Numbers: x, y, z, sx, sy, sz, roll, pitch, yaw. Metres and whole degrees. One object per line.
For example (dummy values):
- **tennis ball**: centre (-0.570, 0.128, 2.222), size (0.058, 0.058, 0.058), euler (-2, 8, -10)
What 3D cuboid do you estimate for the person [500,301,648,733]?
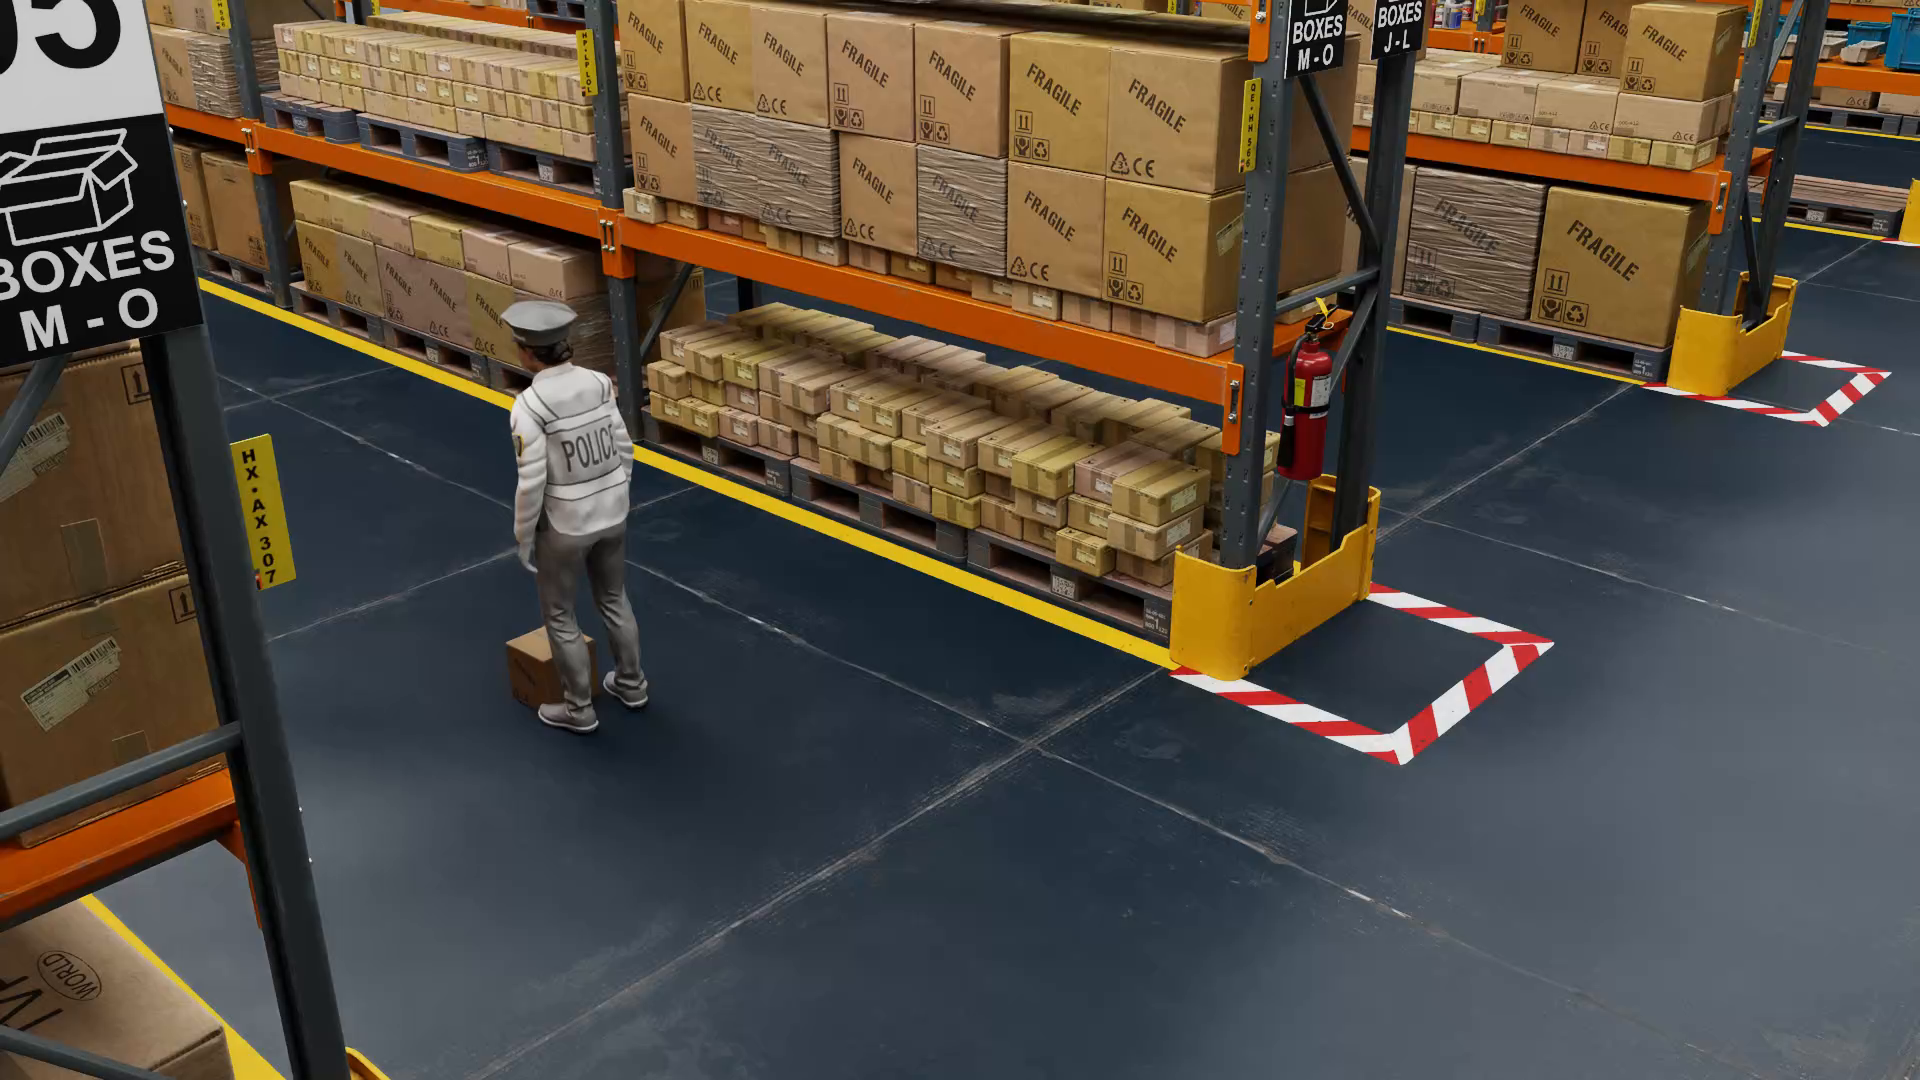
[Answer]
- **person**: centre (-1.447, -0.062, 6.245), size (0.375, 1.655, 0.527), euler (19, 30, 36)
